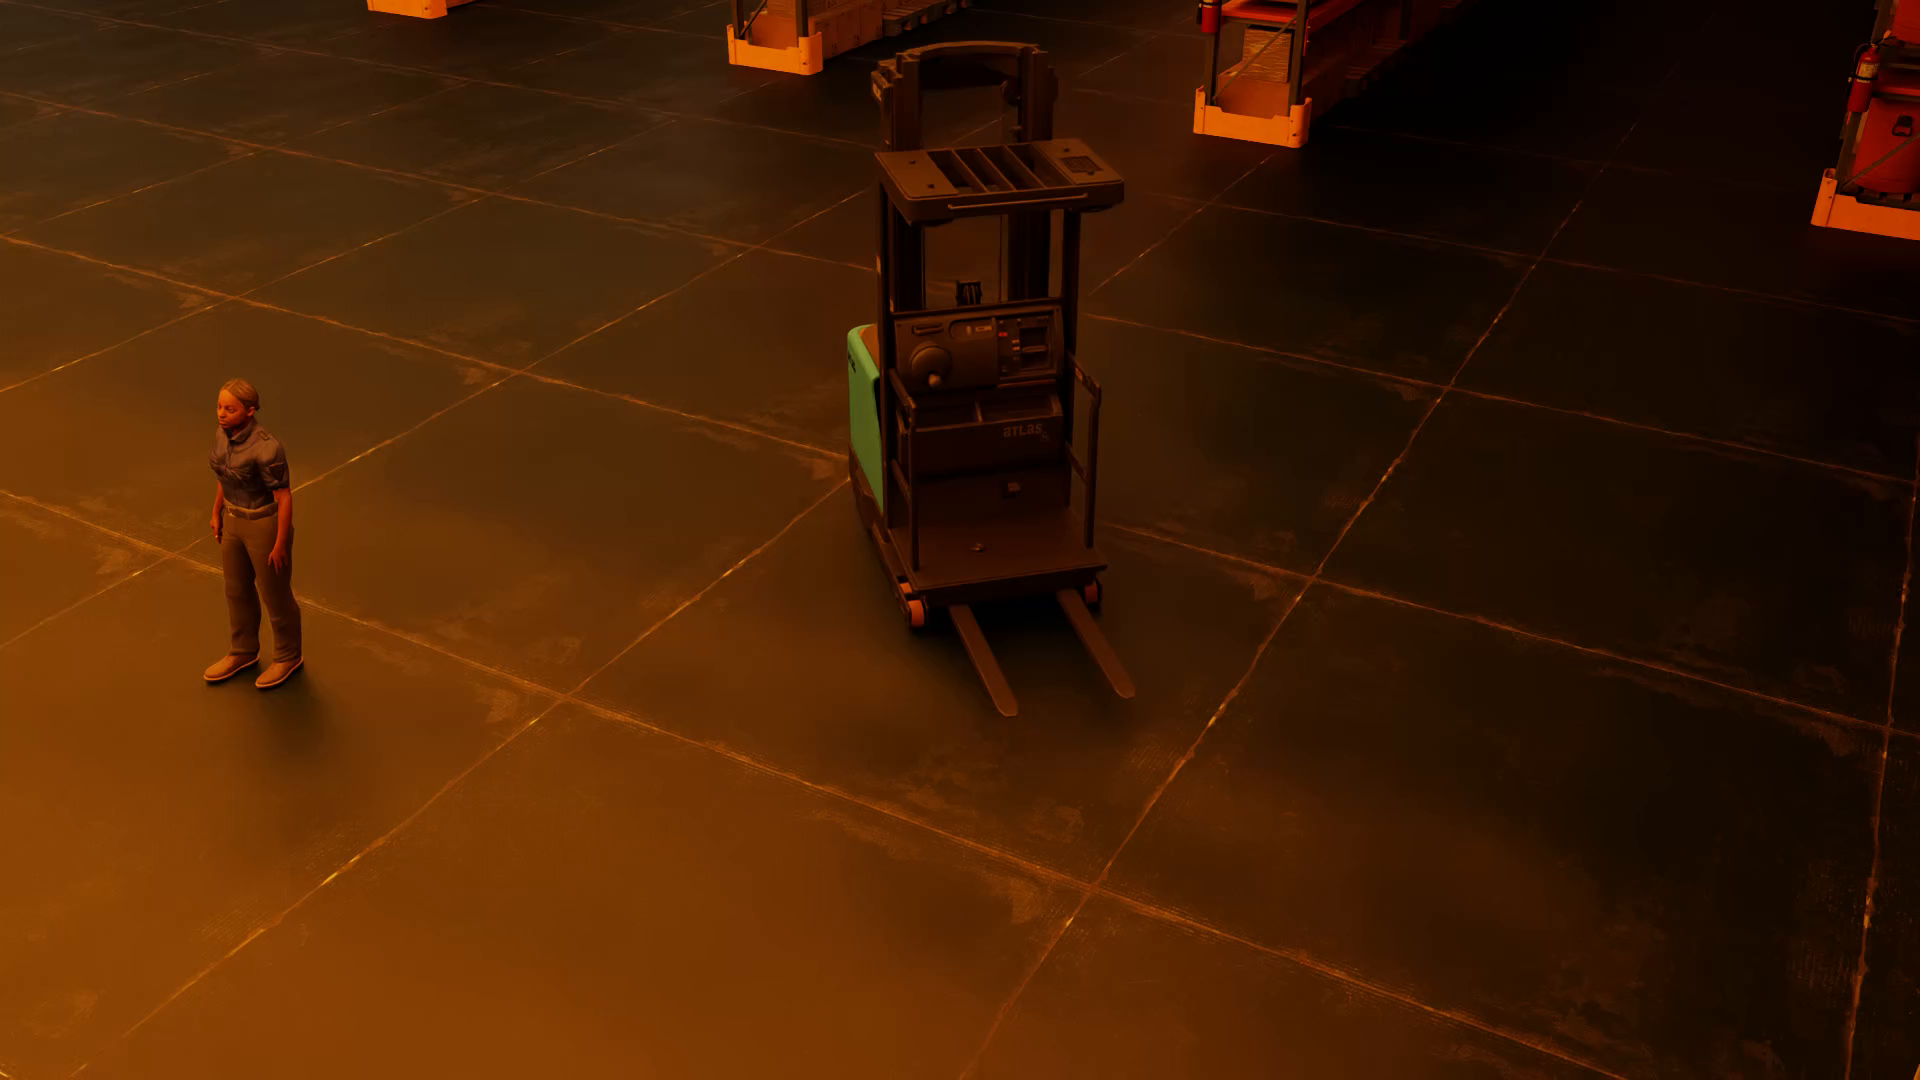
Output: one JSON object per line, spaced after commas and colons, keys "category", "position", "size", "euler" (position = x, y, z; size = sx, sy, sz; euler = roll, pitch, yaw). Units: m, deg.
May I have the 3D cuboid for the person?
{"category": "person", "position": [-3.613, -0.013, 8.356], "size": [0.570, 1.654, 0.504], "euler": [18, 35, 28]}

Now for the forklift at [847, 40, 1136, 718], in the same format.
{"category": "forklift", "position": [0.165, -0.991, 8.787], "size": [1.130, 2.935, 3.031], "euler": [-7, 31, -13]}
